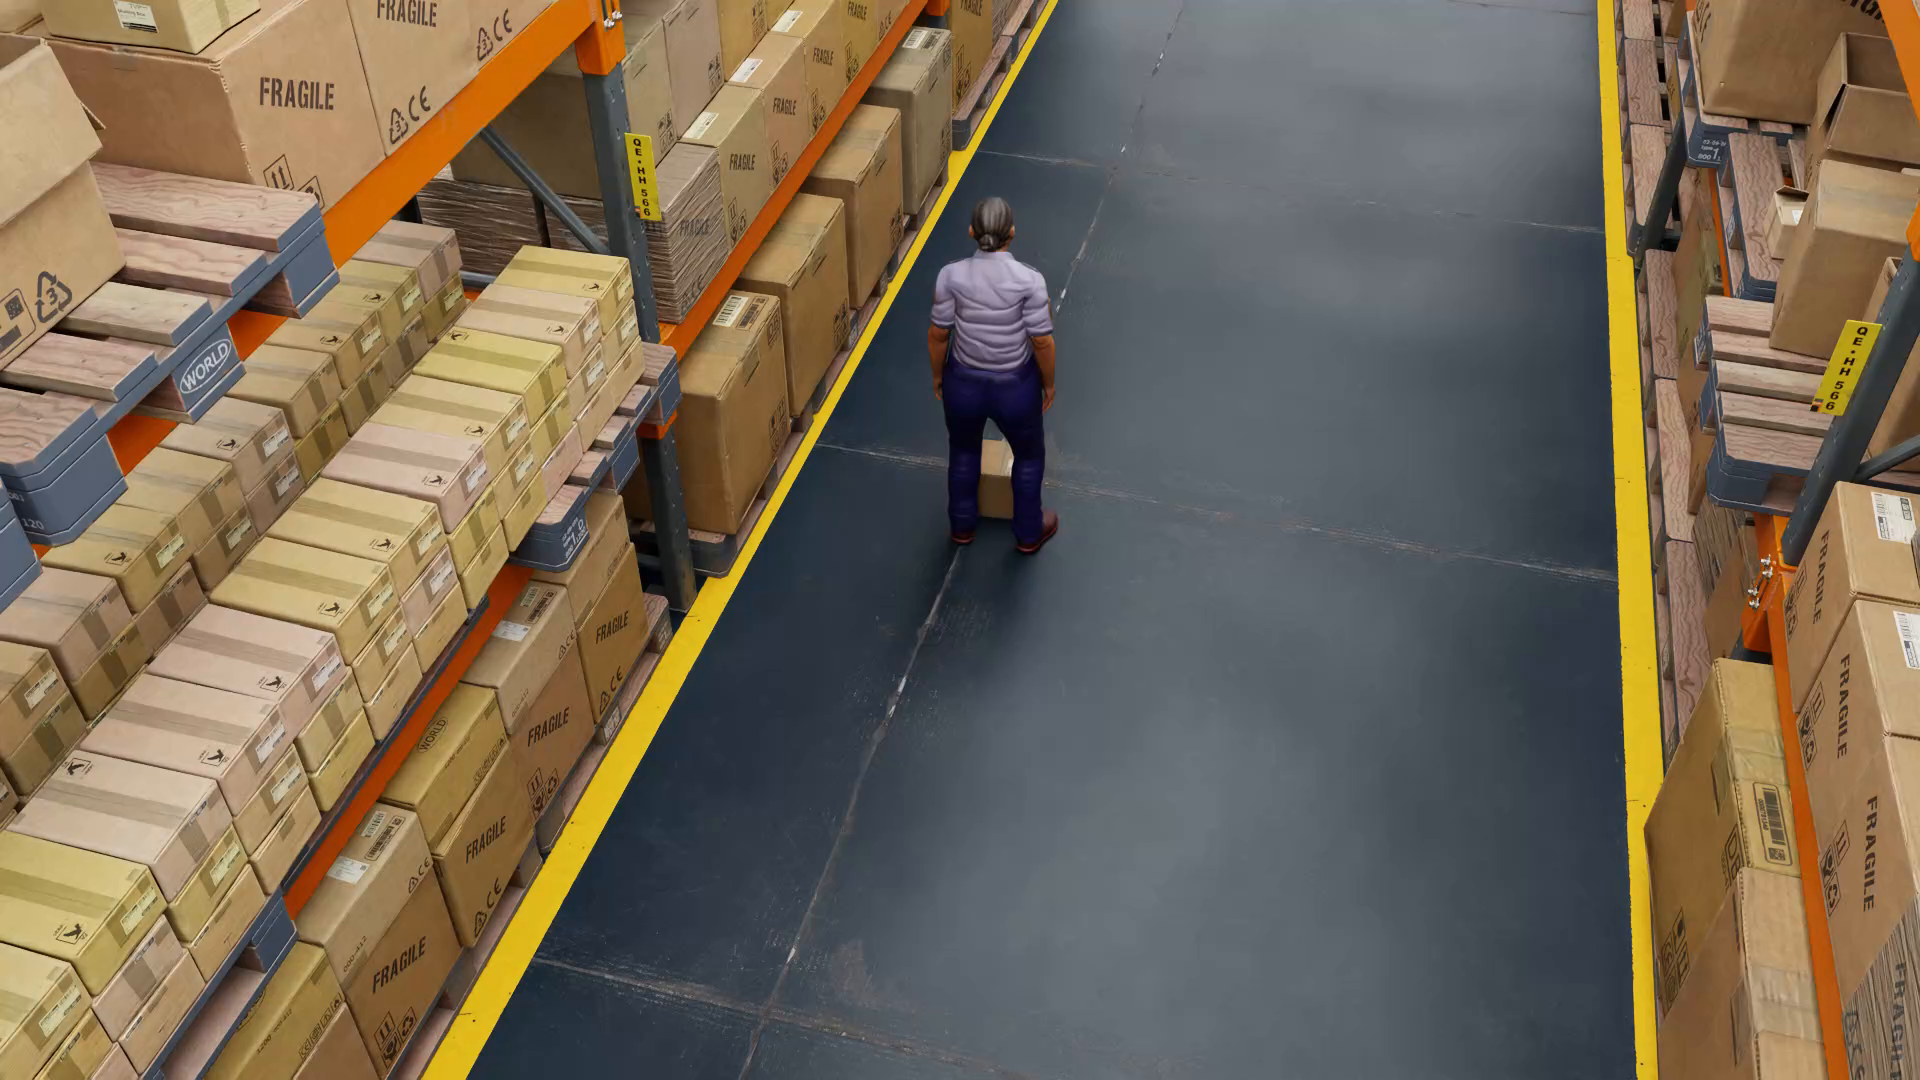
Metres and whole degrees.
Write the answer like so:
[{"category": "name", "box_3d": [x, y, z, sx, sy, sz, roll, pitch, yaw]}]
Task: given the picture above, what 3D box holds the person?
[{"category": "person", "box_3d": [0.148, -0.645, 6.901, 0.554, 1.650, 0.372, 8, 42, 9]}]
